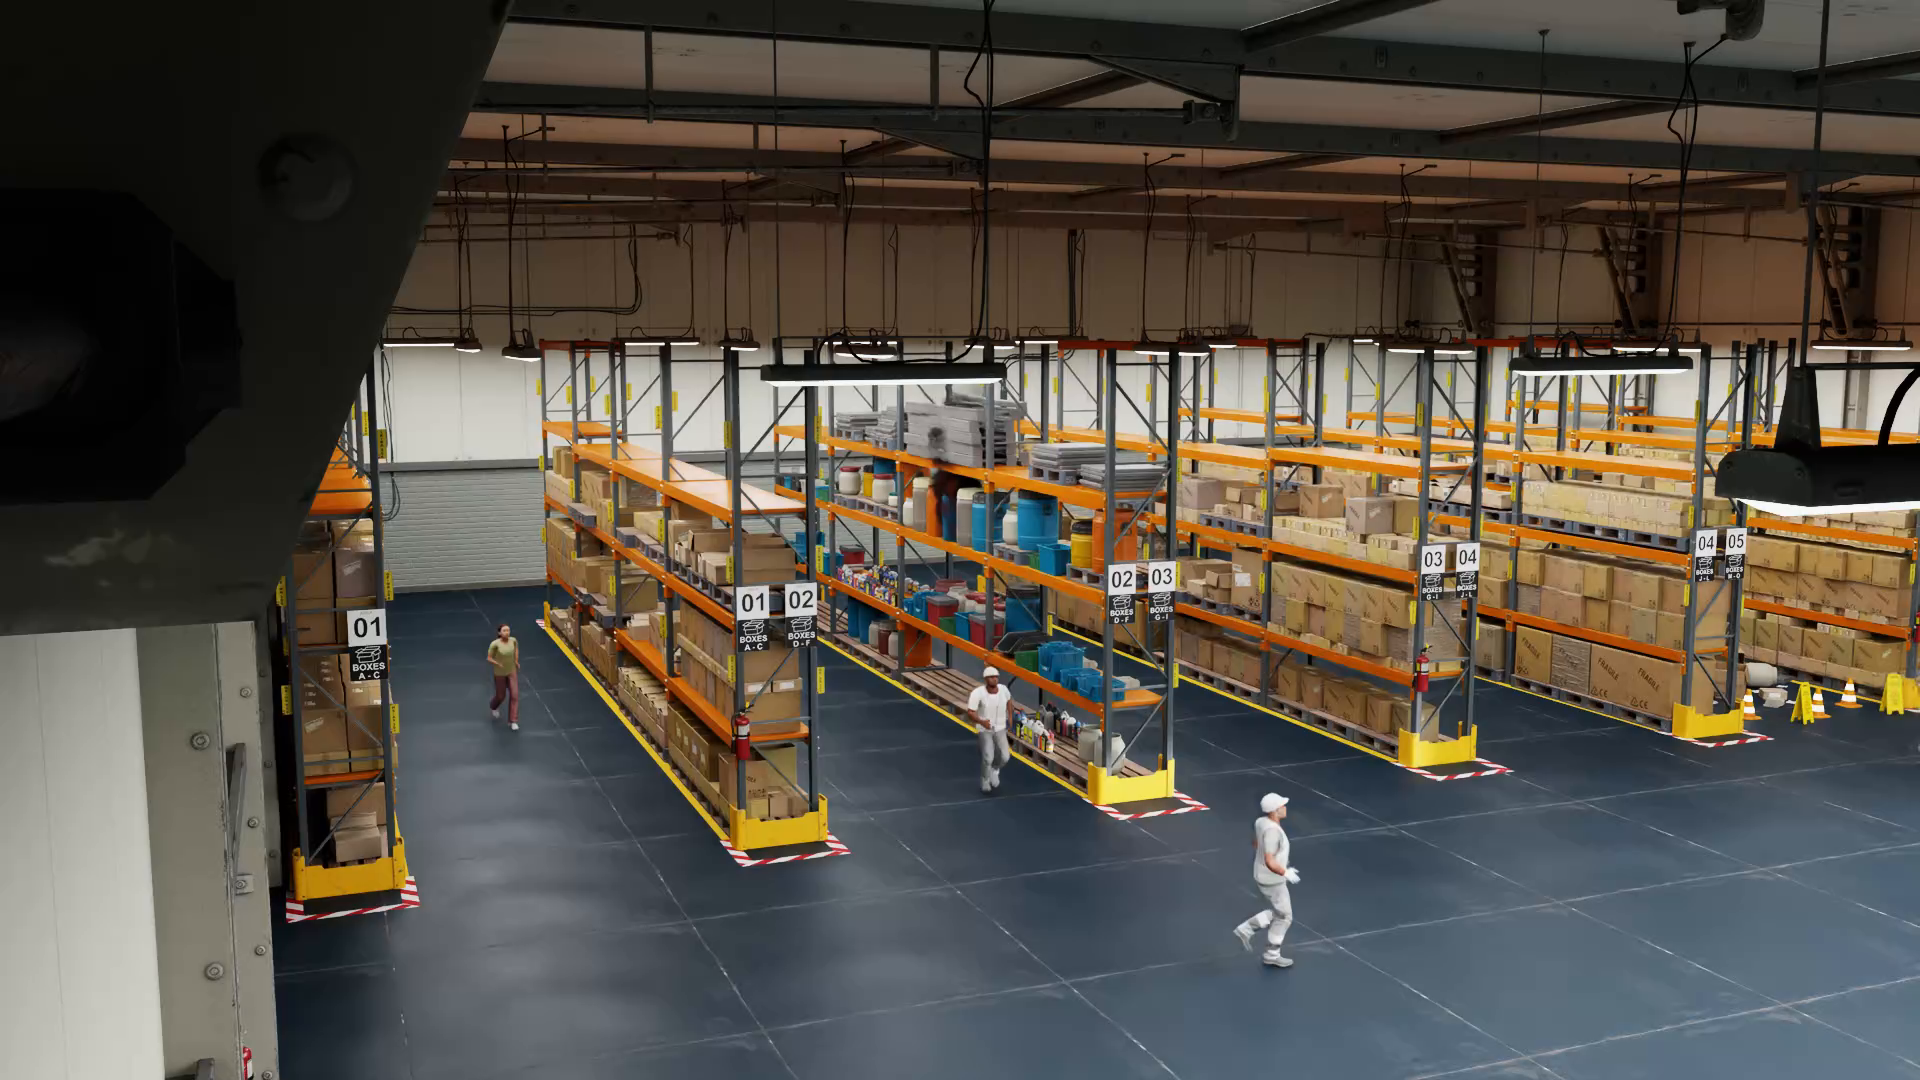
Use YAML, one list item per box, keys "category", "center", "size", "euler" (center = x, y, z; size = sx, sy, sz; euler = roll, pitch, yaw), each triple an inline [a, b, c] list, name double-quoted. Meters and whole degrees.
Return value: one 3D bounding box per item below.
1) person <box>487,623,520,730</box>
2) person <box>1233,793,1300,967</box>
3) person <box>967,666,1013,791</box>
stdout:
- category: "person"
  center: [-7.182, 2.108, 26.195]
  size: [0.562, 1.656, 0.926]
  euler: [-5, 9, -34]
- category: "person"
  center: [3.014, 3.347, 16.360]
  size: [0.596, 1.751, 0.666]
  euler: [0, 7, 0]
- category: "person"
  center: [0.462, 2.556, 22.448]
  size: [0.733, 1.720, 0.582]
  euler: [-3, 8, -24]
